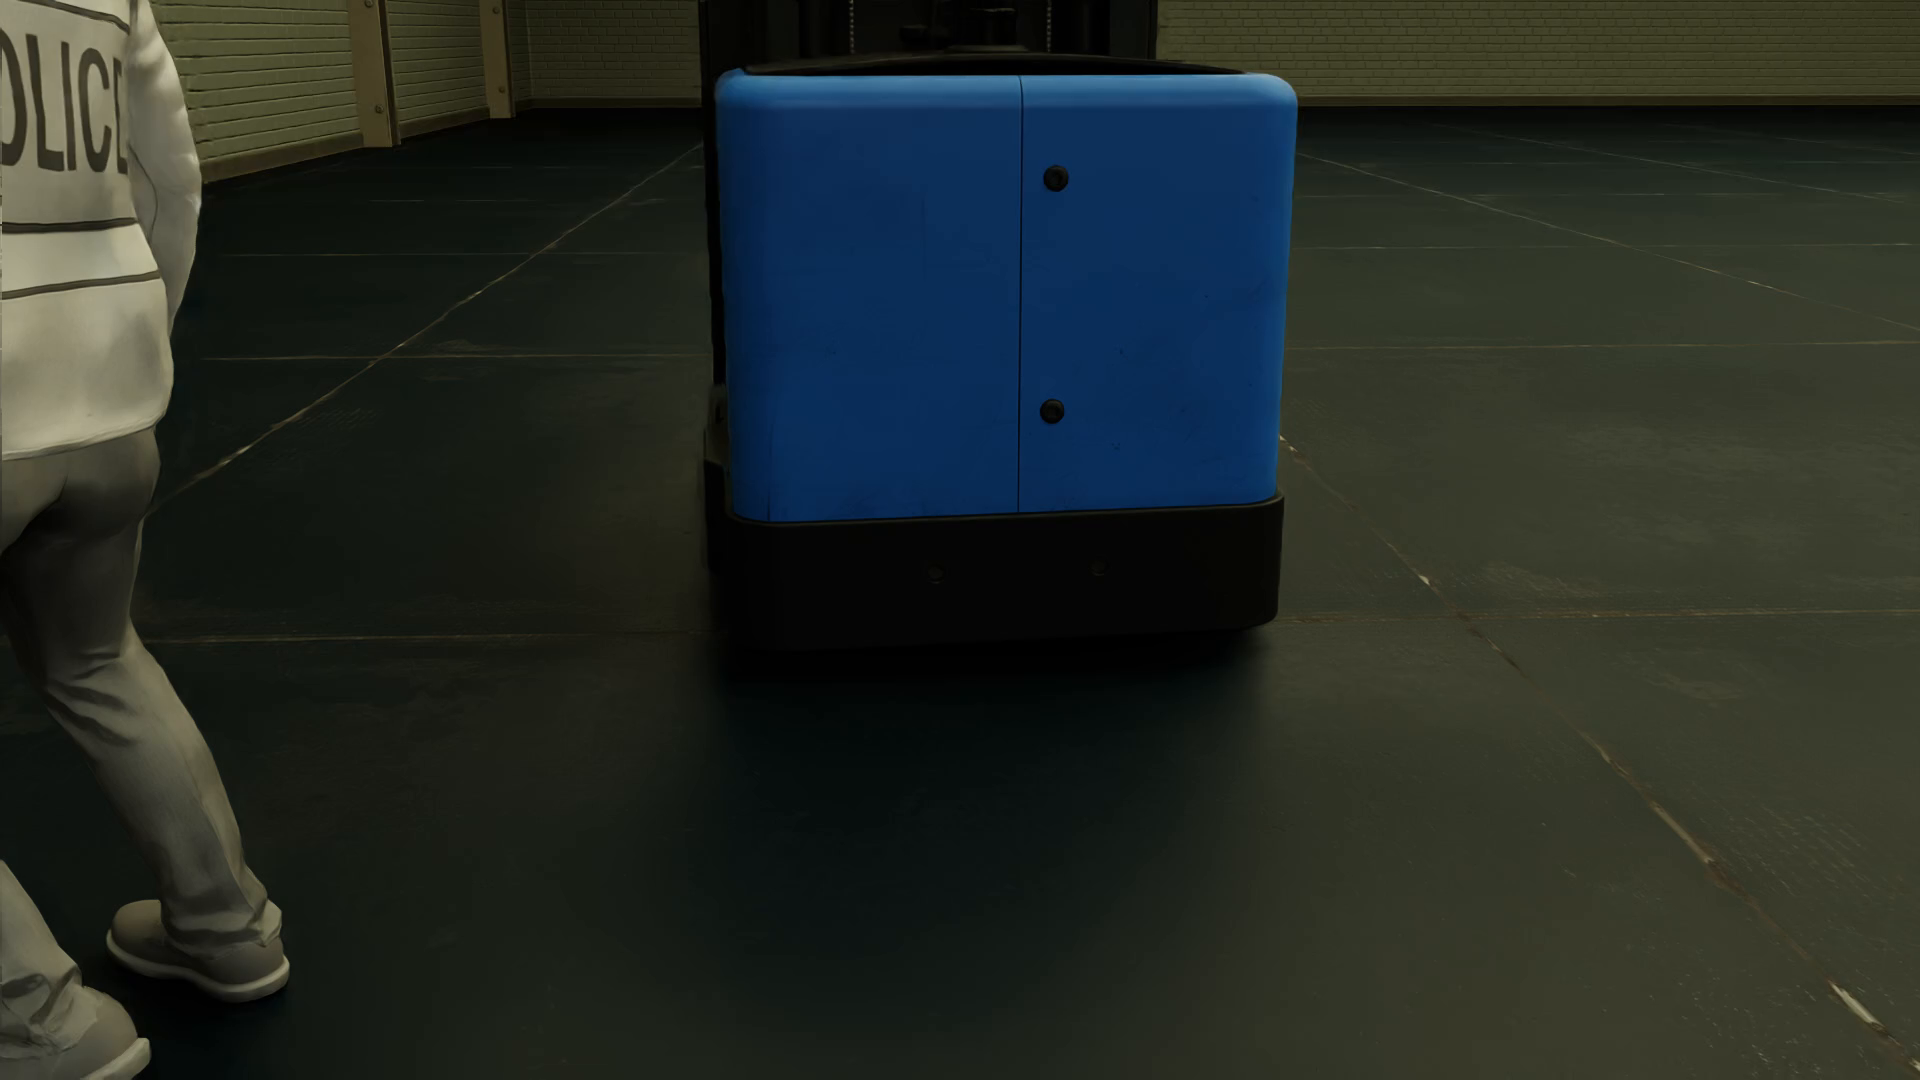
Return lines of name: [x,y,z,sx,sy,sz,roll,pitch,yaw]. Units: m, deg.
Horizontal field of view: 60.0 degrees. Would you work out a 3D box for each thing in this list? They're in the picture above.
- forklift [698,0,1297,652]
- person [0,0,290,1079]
forklift: [-0.109,-1.586,4.092,1.130,2.935,3.031,-2,17,-8]
person: [-0.981,-0.143,1.655,0.429,1.587,0.664,5,18,17]
